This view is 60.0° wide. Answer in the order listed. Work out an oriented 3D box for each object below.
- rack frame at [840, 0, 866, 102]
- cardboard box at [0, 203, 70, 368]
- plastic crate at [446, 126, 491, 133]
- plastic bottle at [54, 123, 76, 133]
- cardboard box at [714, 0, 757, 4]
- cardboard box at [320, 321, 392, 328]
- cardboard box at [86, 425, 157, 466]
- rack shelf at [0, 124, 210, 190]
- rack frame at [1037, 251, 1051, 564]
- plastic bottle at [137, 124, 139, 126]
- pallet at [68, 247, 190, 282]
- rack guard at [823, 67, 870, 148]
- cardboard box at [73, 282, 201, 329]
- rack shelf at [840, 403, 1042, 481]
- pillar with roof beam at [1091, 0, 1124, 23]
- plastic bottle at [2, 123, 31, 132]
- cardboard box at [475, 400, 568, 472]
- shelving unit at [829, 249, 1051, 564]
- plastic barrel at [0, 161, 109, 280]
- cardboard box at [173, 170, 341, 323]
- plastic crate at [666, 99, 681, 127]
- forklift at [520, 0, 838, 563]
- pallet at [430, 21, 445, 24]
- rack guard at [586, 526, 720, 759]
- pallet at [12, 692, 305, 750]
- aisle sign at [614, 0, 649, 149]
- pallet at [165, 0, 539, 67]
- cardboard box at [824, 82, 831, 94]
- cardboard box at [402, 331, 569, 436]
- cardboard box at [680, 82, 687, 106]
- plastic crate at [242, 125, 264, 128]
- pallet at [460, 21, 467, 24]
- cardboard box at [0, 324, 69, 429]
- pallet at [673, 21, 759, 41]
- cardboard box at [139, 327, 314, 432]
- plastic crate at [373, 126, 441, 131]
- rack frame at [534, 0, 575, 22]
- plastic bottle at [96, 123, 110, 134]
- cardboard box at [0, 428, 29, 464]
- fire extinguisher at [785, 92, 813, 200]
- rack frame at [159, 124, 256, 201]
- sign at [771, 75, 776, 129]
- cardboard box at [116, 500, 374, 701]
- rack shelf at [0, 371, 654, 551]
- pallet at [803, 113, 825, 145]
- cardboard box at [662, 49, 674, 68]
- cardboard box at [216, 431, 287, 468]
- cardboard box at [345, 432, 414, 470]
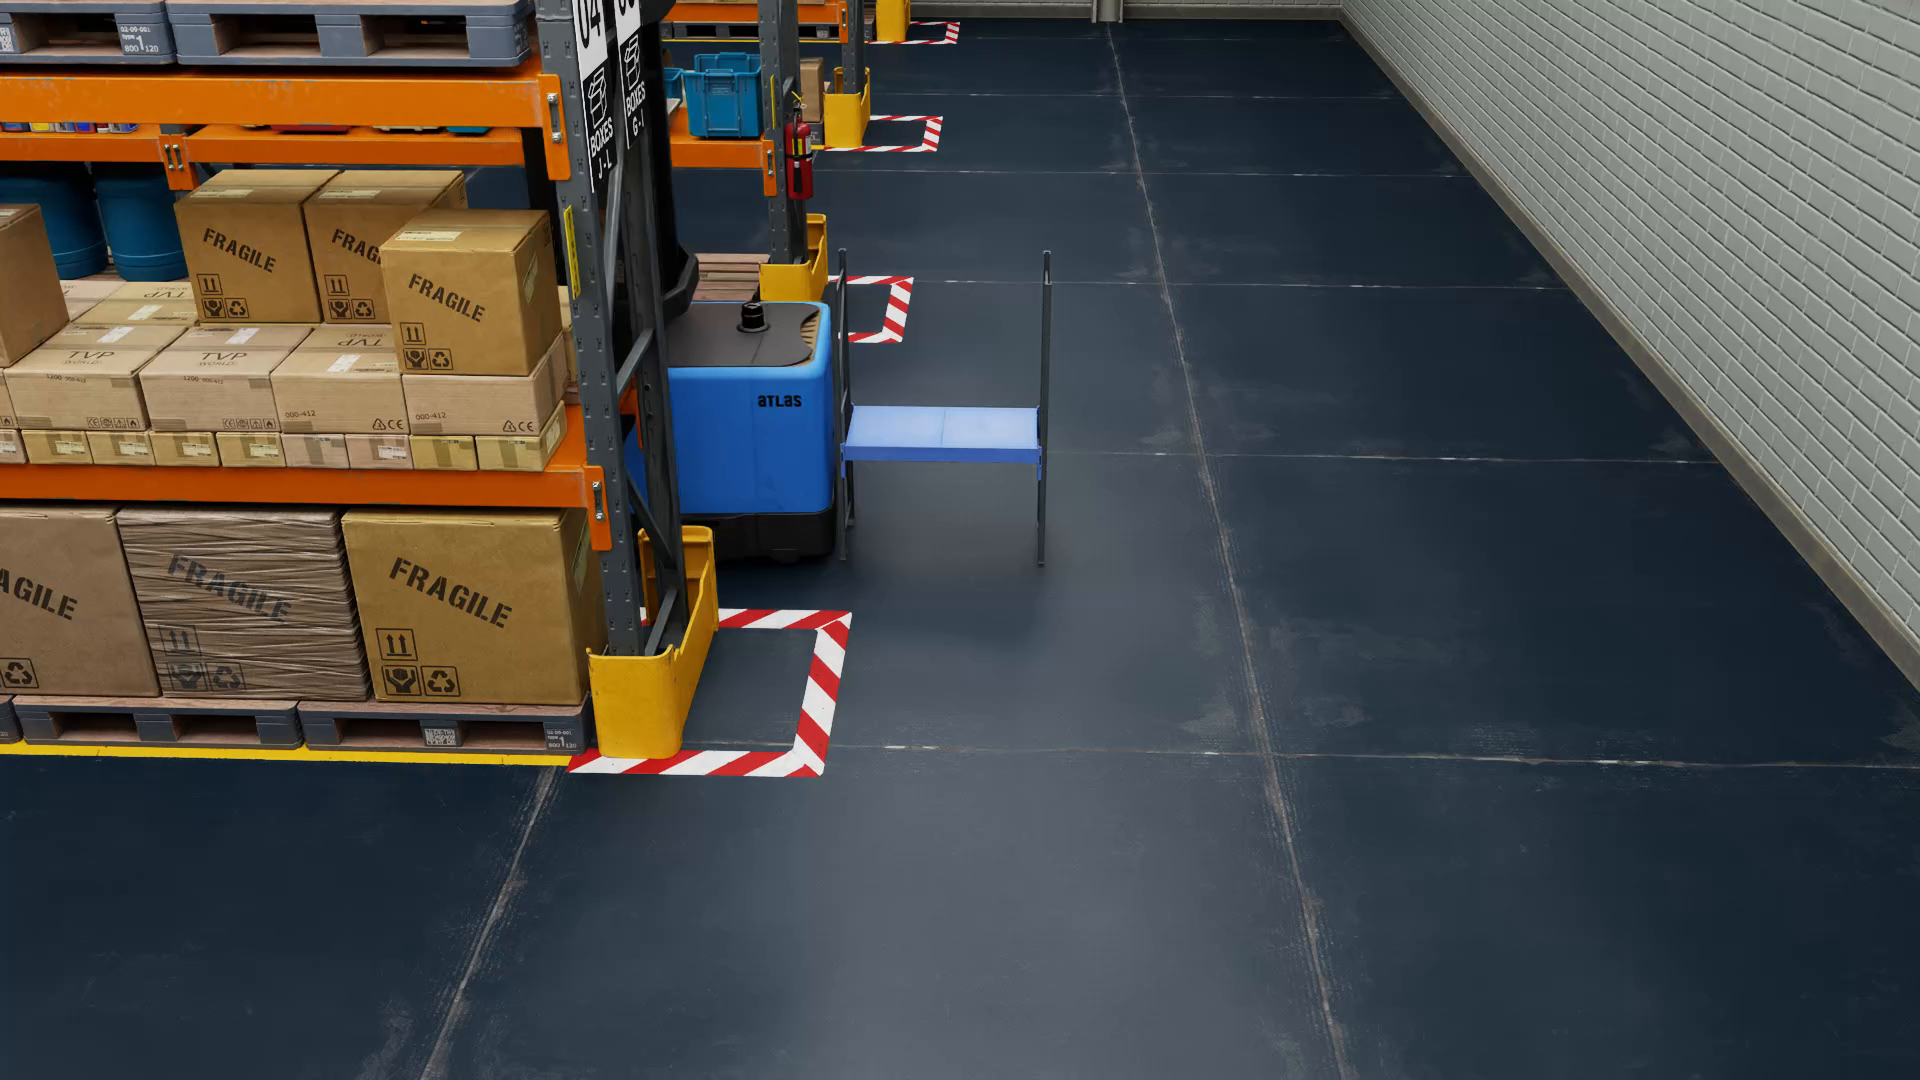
[{"bbox_3d":[-1.016,-5.314,15.572,0.127,3.000,1.000,1,28,2],"label":"rack frame"},{"bbox_3d":[-3.885,-0.994,6.465,0.500,0.500,0.500,0,28,0],"label":"cardboard box"},{"bbox_3d":[-3.256,-2.862,11.062,0.300,0.233,0.416,1,28,2],"label":"plastic crate"},{"bbox_3d":[-5.962,-2.868,11.091,0.135,0.276,0.152,1,28,2],"label":"plastic bottle"},{"bbox_3d":[-1.991,-5.245,15.336,0.500,0.500,0.500,1,28,2],"label":"cardboard box"},{"bbox_3d":[-2.359,-0.882,7.055,0.500,0.250,0.500,1,28,1],"label":"cardboard box"},{"bbox_3d":[-3.264,-0.444,6.652,0.250,0.149,0.380,1,28,3],"label":"cardboard box"},{"bbox_3d":[-7.190,-2.777,11.554,4.000,0.370,1.077,1,28,2],"label":"rack shelf"},{"bbox_3d":[0.423,-0.656,8.386,0.032,1.500,0.500,1,28,2],"label":"rack frame"},{"bbox_3d":[-5.611,-2.888,11.208,0.097,0.201,0.097,0,28,0],"label":"plastic bottle"},{"bbox_3d":[-5.961,-1.862,12.037,1.213,0.211,1.003,1,28,2],"label":"pallet"},{"bbox_3d":[-1.092,-4.211,16.160,0.348,0.500,1.175,1,28,2],"label":"rack guard"},{"bbox_3d":[-3.383,-0.899,7.085,0.500,0.250,0.500,0,28,1],"label":"cardboard box"},{"bbox_3d":[-0.085,-0.505,8.486,1.000,0.185,0.538,1,28,2],"label":"rack shelf"},{"bbox_3d":[1.732,-8.629,15.420,0.400,9.000,9.100,1,28,2],"label":"pillar with roof beam"},{"bbox_3d":[-6.307,-2.905,11.080,0.185,0.351,0.144,1,28,2],"label":"plastic bottle"},{"bbox_3d":[-1.736,-0.418,6.605,0.250,0.149,0.380,1,28,3],"label":"cardboard box"},{"bbox_3d":[-0.085,-0.664,8.401,1.048,1.500,0.538,1,28,2],"label":"shelving unit"},{"bbox_3d":[-6.442,-2.349,11.771,0.708,0.901,0.600,1,28,2],"label":"plastic barrel"},{"bbox_3d":[-2.857,-1.222,6.895,0.500,0.500,0.500,0,28,0],"label":"cardboard box"},{"bbox_3d":[-2.016,-2.835,11.112,0.243,0.136,0.396,1,28,2],"label":"plastic crate"},{"bbox_3d":[-2.163,-1.388,8.239,3.031,2.935,1.130,0,28,-1],"label":"forklift"},{"bbox_3d":[-6.838,-6.463,20.717,1.213,0.211,1.003,1,28,2],"label":"pallet"},{"bbox_3d":[-1.345,0.427,7.410,0.348,0.500,1.175,1,28,2],"label":"rack guard"},{"bbox_3d":[-3.387,0.557,7.475,1.213,0.211,1.003,1,28,2],"label":"pallet"},{"bbox_3d":[-1.286,-1.965,6.479,0.004,0.787,0.394,1,28,2],"label":"aisle sign"},{"bbox_3d":[-2.111,-1.971,6.157,1.213,0.211,1.003,1,28,2],"label":"pallet"},{"bbox_3d":[-1.422,-4.417,16.454,0.250,0.149,0.380,1,28,2],"label":"cardboard box"},{"bbox_3d":[-1.863,-0.626,6.572,0.500,0.250,0.500,1,28,1],"label":"cardboard box"},{"bbox_3d":[-2.516,-4.217,15.969,0.500,0.250,0.500,1,28,2],"label":"cardboard box"},{"bbox_3d":[-4.732,-2.897,11.230,0.243,0.136,0.396,1,28,2],"label":"plastic crate"},{"bbox_3d":[-5.616,-6.445,20.682,1.213,0.211,1.003,1,28,2],"label":"pallet"},{"bbox_3d":[-3.891,-0.662,6.639,0.500,0.250,0.500,2,28,3],"label":"cardboard box"},{"bbox_3d":[-2.862,-6.399,20.596,1.213,0.211,1.003,1,28,2],"label":"pallet"},{"bbox_3d":[-2.878,-0.643,6.604,0.500,0.250,0.500,0,28,0],"label":"cardboard box"},{"bbox_3d":[-3.672,-2.925,11.127,0.530,0.282,0.437,1,28,2],"label":"plastic crate"},{"bbox_3d":[-1.369,-3.328,5.420,0.127,3.000,1.000,1,28,2],"label":"rack frame"},{"bbox_3d":[-5.714,-2.818,11.076,0.097,0.201,0.097,0,28,0],"label":"plastic bottle"},{"bbox_3d":[-3.787,-0.451,6.666,0.250,0.149,0.380,1,28,2],"label":"cardboard box"},{"bbox_3d":[-1.059,-2.582,10.898,0.183,0.674,0.296,1,28,2],"label":"fire extinguisher"},{"bbox_3d":[-5.192,-3.062,11.323,0.127,3.000,1.000,1,28,2],"label":"rack frame"},{"bbox_3d":[-1.197,-2.810,10.674,0.005,0.325,0.100,1,28,2],"label":"sign"},{"bbox_3d":[-2.921,0.088,7.202,0.875,0.875,0.875,1,28,2],"label":"cardboard box"},{"bbox_3d":[-3.368,-0.393,7.056,4.000,0.370,1.077,1,28,2],"label":"rack shelf"},{"bbox_3d":[-1.888,-4.096,16.252,1.213,0.211,1.003,1,28,2],"label":"pallet"},{"bbox_3d":[-3.135,-4.443,16.125,0.637,0.503,0.797,1,28,2],"label":"cardboard box"},{"bbox_3d":[-2.757,-0.434,6.635,0.250,0.149,0.380,0,28,1],"label":"cardboard box"},{"bbox_3d":[-2.248,-0.426,6.620,0.250,0.149,0.380,1,28,2],"label":"cardboard box"}]
